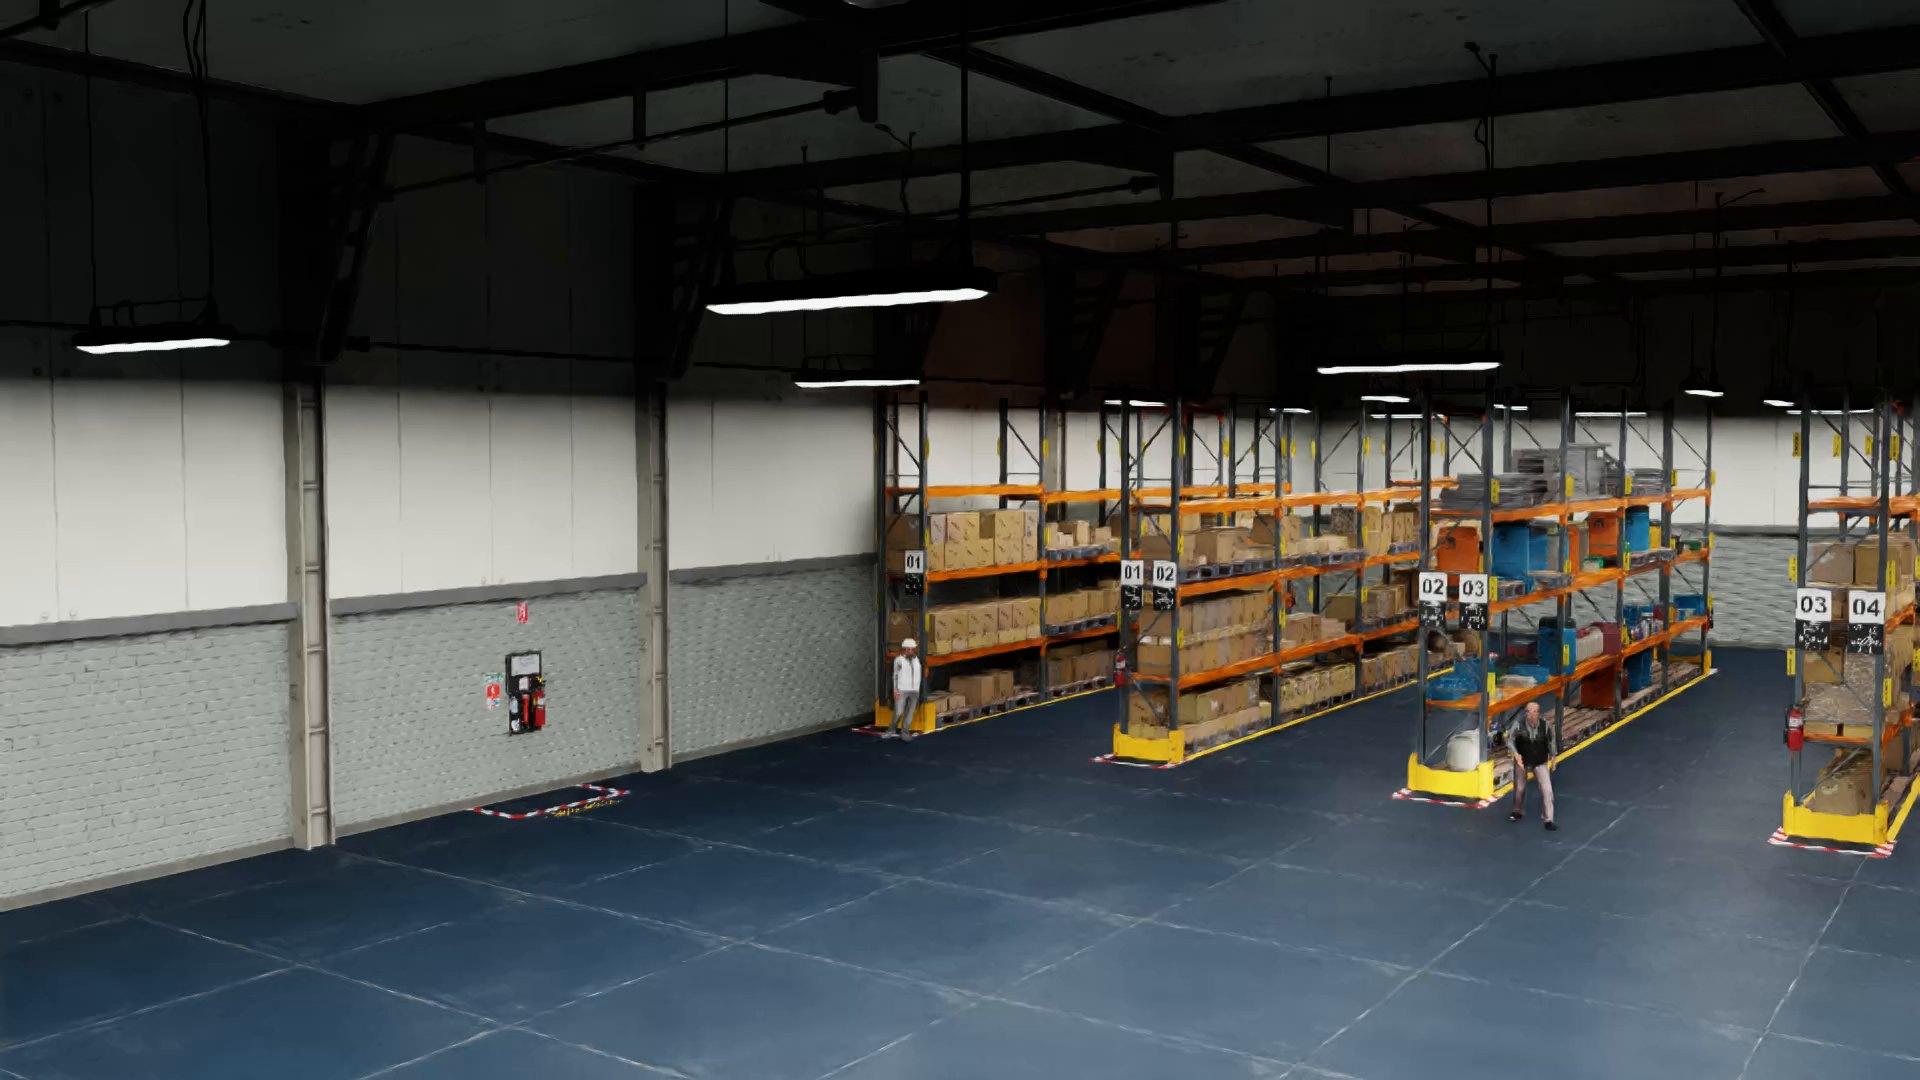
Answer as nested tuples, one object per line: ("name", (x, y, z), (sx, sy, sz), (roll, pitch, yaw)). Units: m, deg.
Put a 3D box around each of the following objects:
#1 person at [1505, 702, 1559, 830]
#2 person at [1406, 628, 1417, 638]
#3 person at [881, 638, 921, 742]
("person", (7.565, 2.946, 21.988), (0.683, 1.662, 0.837), (1, 3, 18))
("person", (11.558, 1.761, 42.797), (0.598, 1.698, 1.193), (2, 4, 37))
("person", (-0.974, 2.542, 28.238), (0.698, 1.763, 0.472), (-2, 4, -30))
